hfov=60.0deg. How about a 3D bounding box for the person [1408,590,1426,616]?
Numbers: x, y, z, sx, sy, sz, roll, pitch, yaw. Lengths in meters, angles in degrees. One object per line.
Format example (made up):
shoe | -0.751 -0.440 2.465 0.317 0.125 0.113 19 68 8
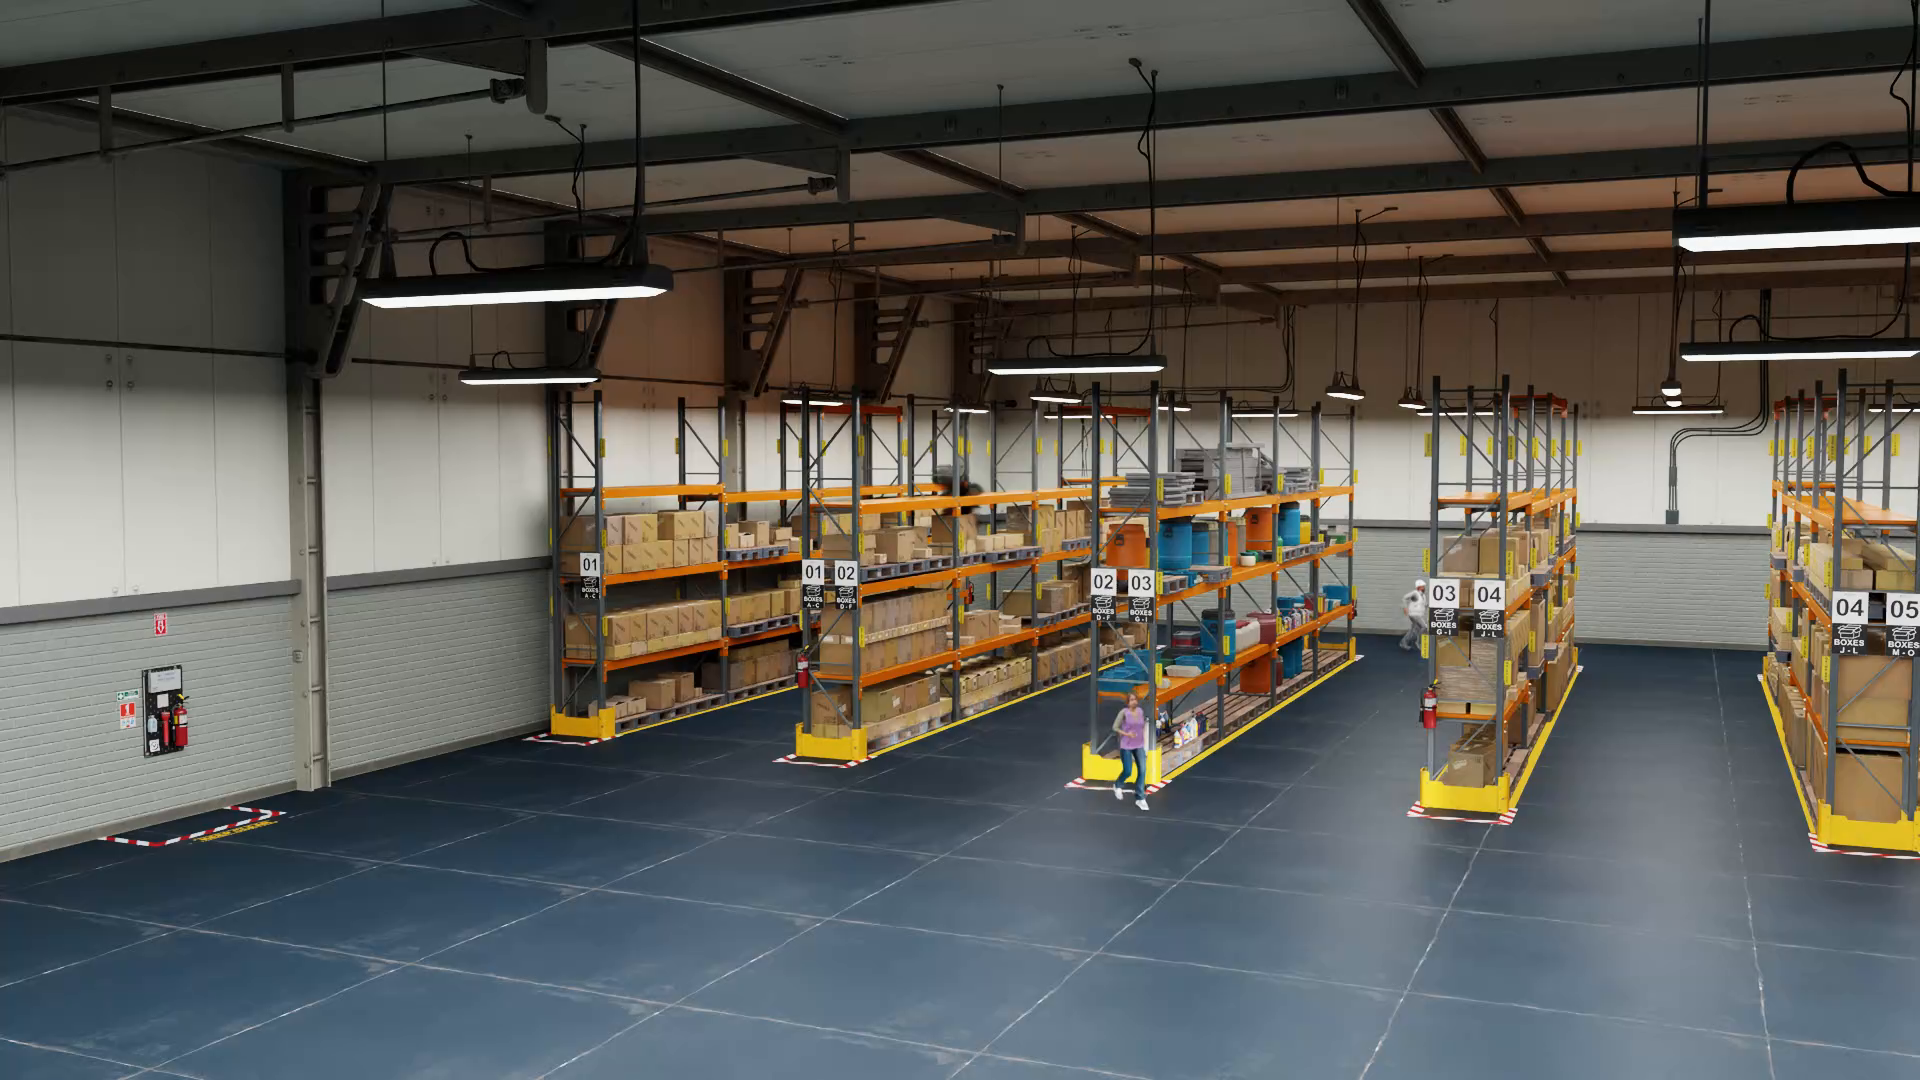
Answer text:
person | 11.219 1.552 40.843 0.388 0.632 0.452 3 4 39
